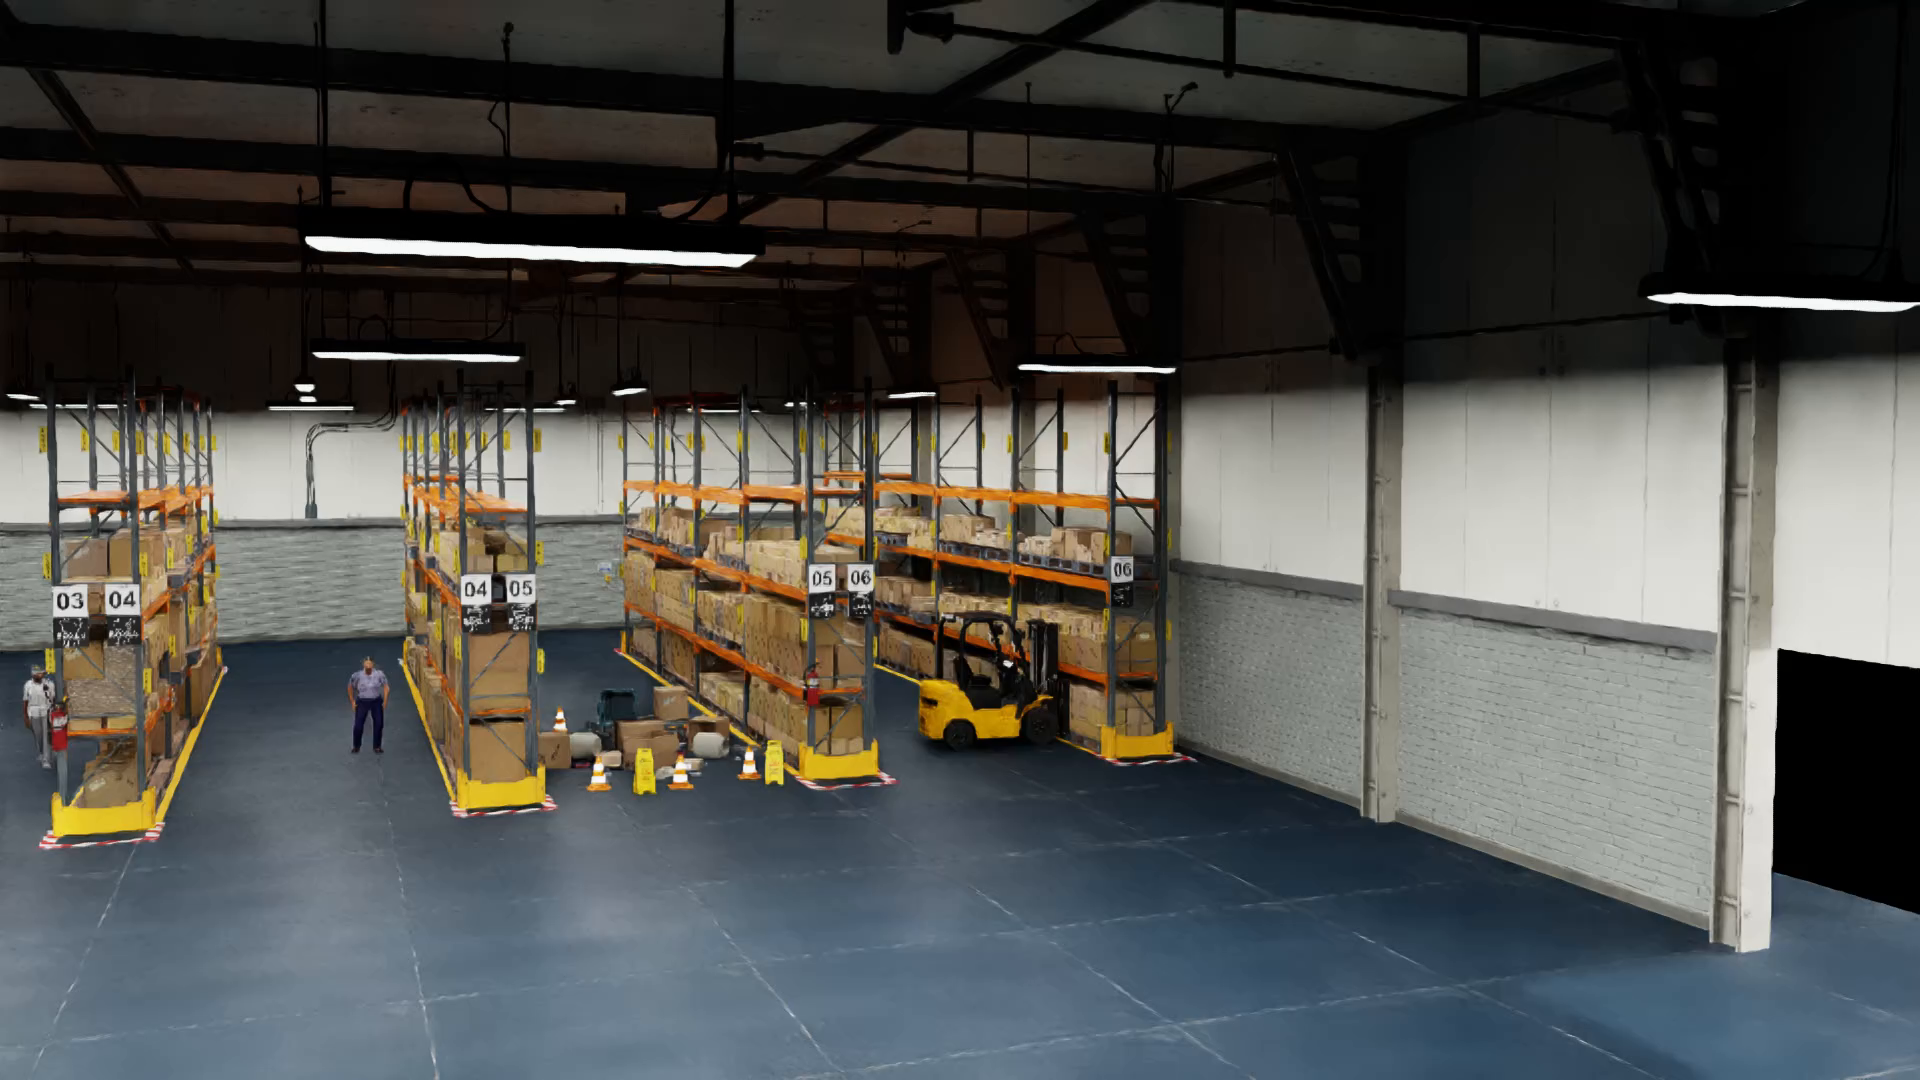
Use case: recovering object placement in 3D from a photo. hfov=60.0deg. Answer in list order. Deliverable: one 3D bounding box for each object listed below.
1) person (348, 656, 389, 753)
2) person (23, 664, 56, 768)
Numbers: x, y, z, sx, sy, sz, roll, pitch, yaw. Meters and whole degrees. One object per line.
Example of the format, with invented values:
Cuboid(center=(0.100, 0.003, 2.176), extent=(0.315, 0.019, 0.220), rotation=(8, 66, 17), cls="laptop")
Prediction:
Cuboid(center=(-9.529, 2.647, 26.791), extent=(0.625, 1.596, 0.517), rotation=(-1, 4, -23), cls="person")
Cuboid(center=(-14.198, 2.695, 25.667), extent=(0.456, 1.578, 1.088), rotation=(-1, 4, -18), cls="person")
